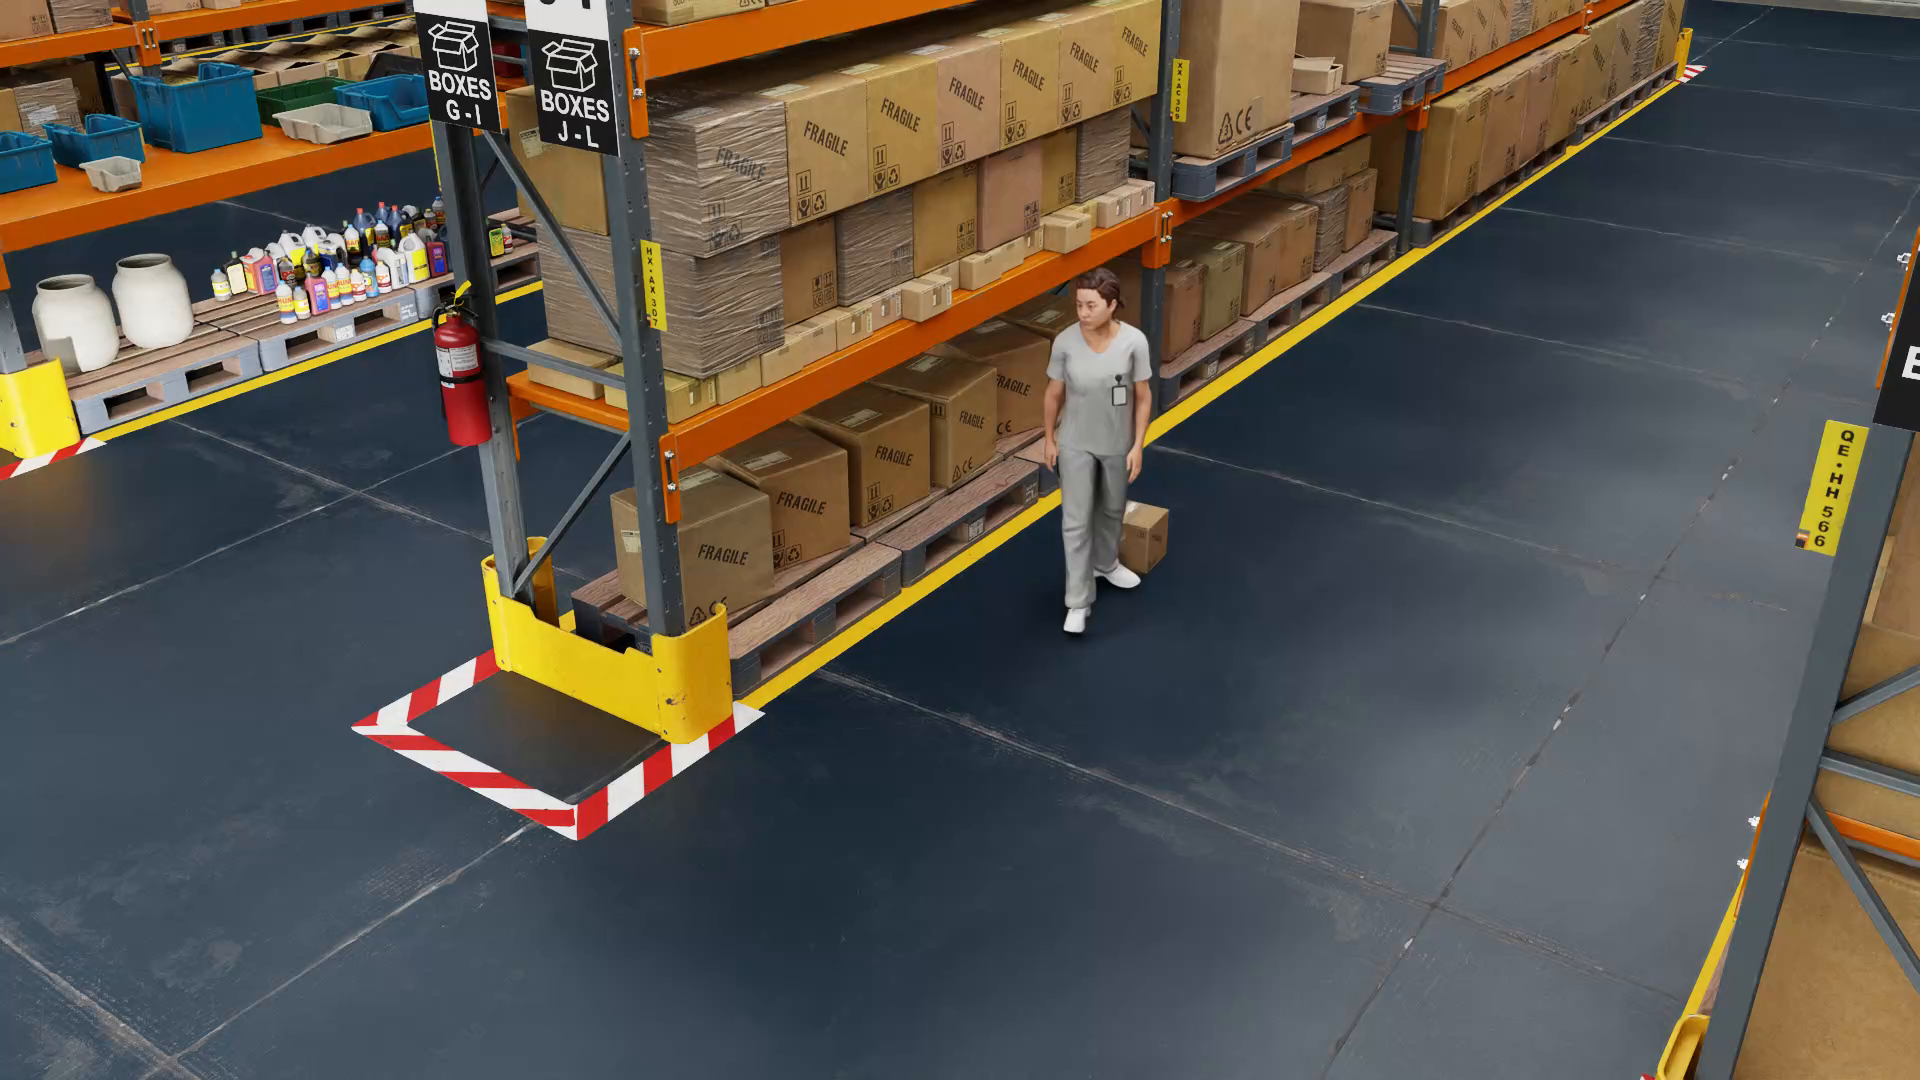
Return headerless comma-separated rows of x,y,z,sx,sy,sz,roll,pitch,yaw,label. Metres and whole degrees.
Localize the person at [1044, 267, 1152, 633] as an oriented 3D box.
0.620,-0.433,7.470,0.491,1.667,0.646,0,27,-1,person
